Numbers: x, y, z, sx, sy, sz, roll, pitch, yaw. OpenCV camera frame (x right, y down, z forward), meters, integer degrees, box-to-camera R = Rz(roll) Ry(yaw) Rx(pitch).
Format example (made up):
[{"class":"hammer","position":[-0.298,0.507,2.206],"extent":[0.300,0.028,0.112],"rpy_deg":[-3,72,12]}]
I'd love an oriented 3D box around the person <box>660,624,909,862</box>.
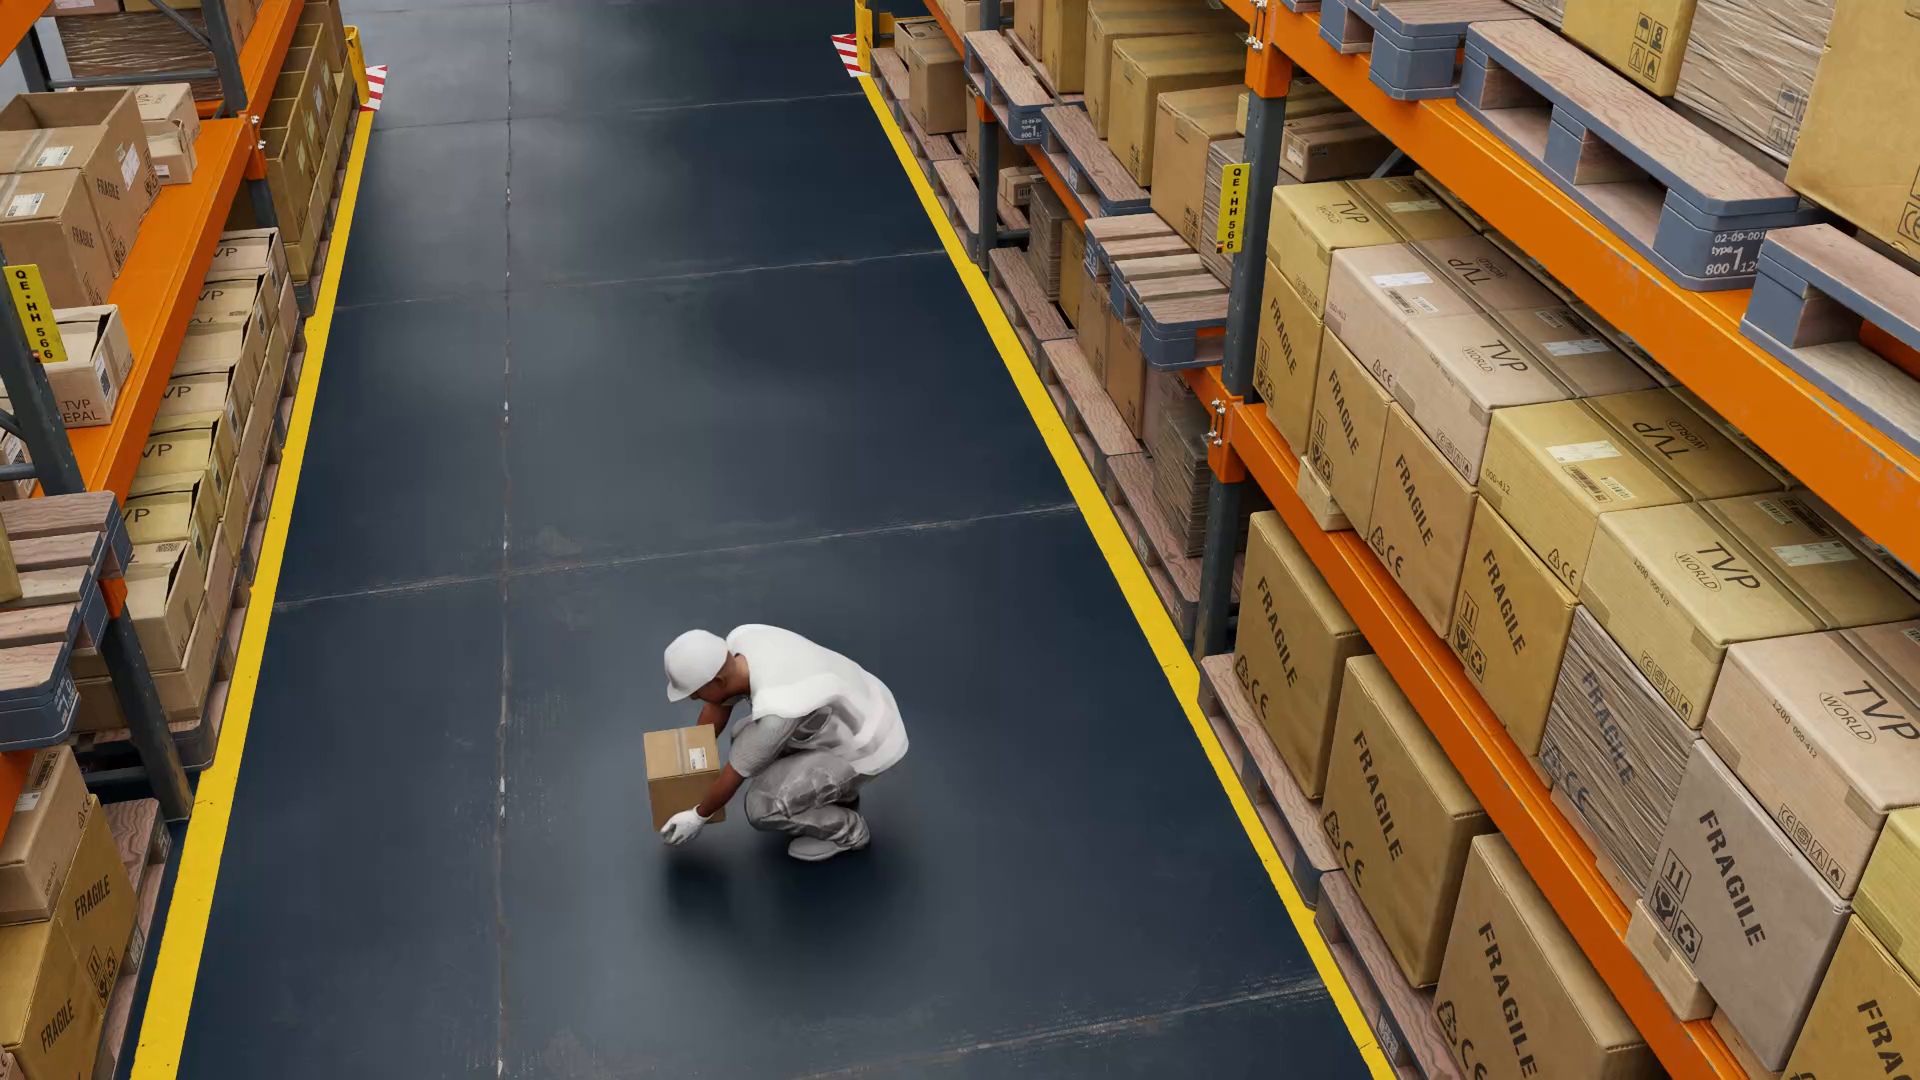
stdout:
[{"class":"person","position":[-0.638,0.670,5.849],"extent":[0.902,0.992,0.567],"rpy_deg":[-7,35,-11]}]
